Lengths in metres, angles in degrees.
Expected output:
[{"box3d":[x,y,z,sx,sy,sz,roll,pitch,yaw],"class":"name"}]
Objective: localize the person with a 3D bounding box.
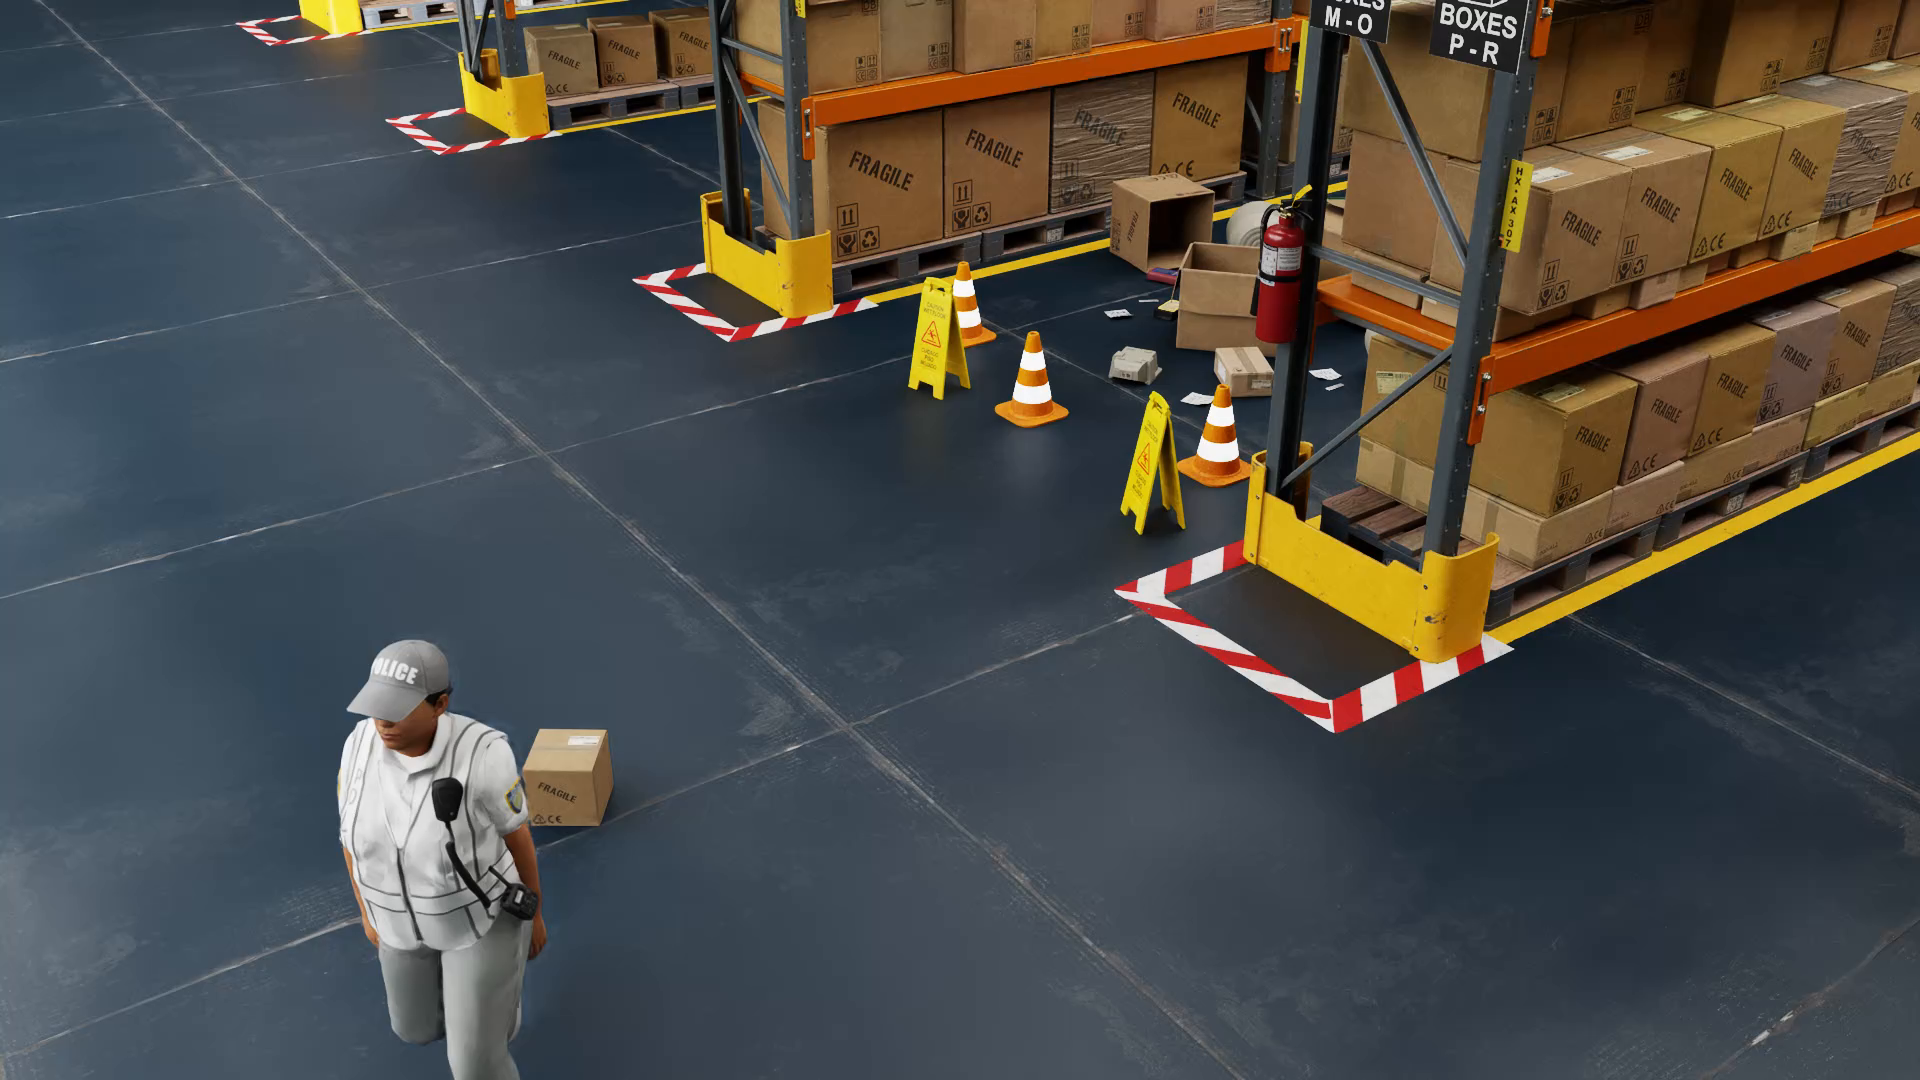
[{"box3d":[-1.327,0.940,4.385,0.501,1.626,0.790,5,29,9],"class":"person"}]
